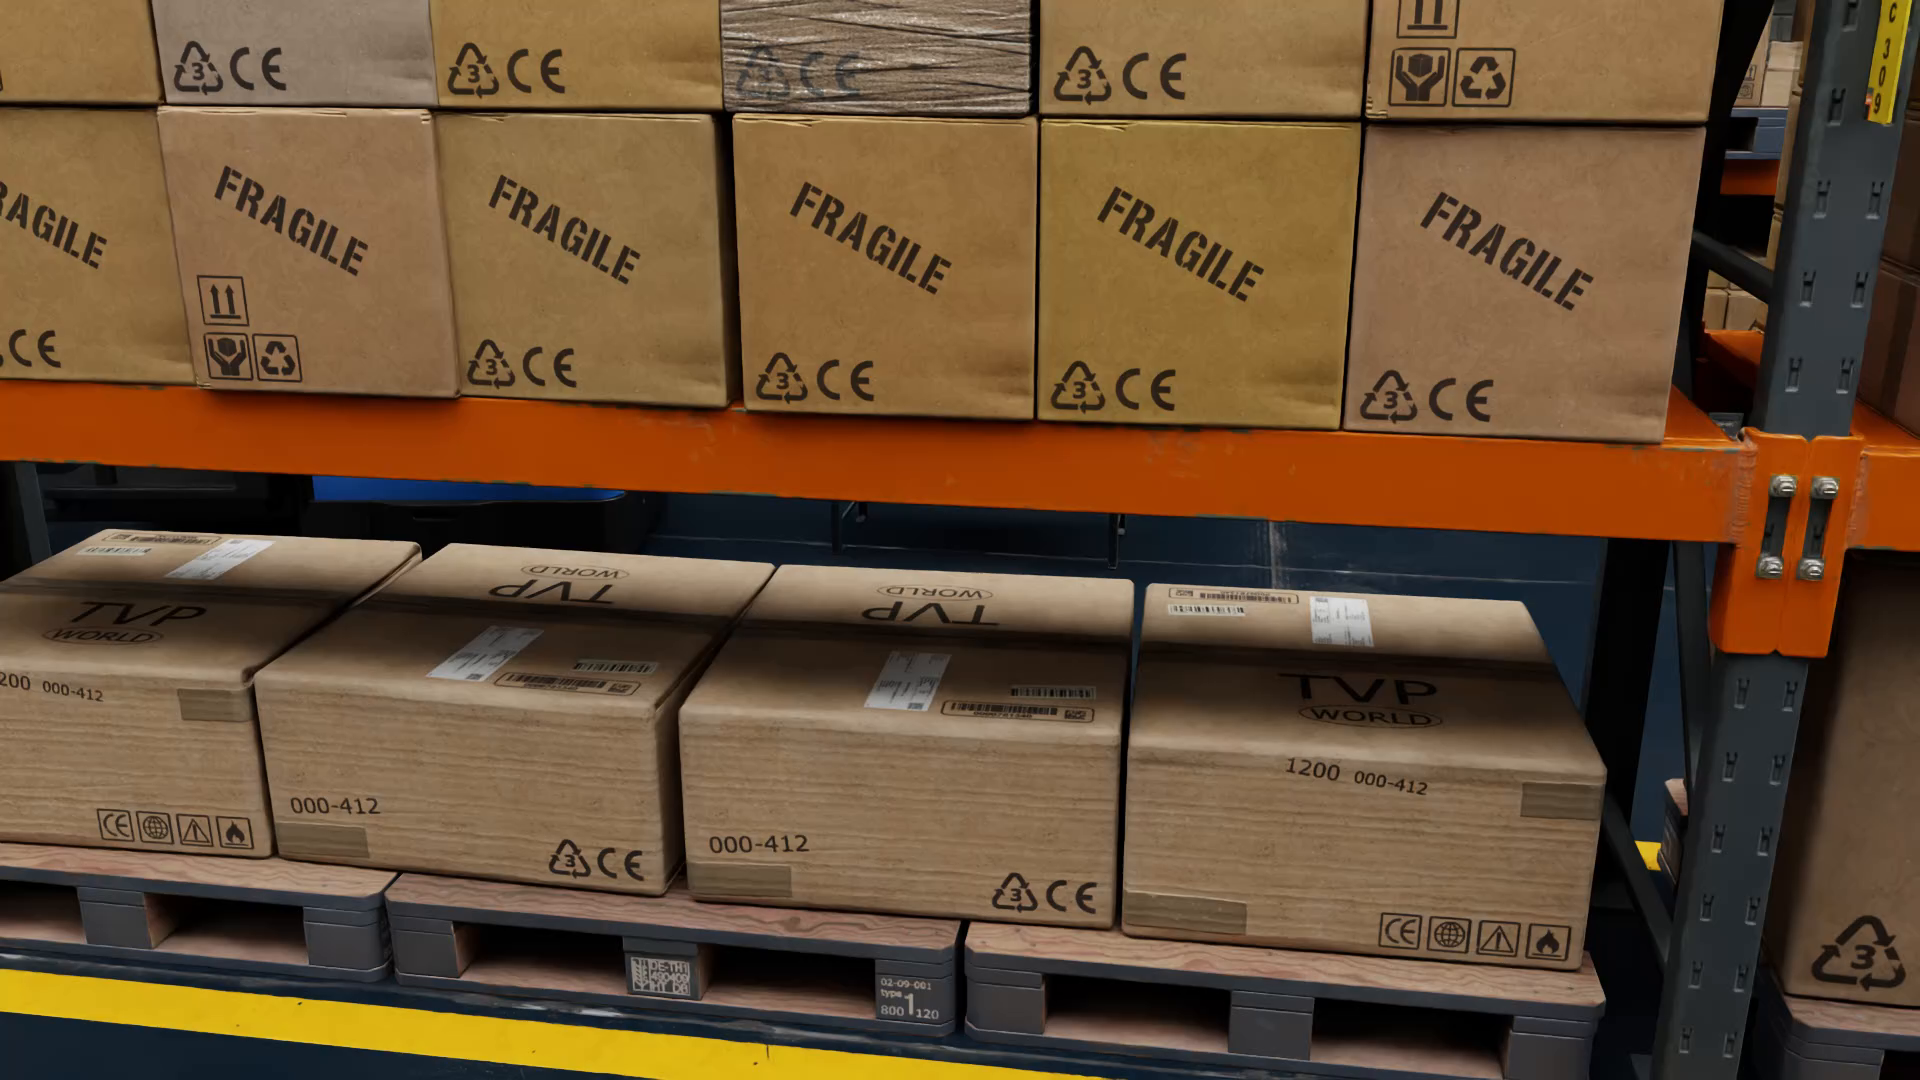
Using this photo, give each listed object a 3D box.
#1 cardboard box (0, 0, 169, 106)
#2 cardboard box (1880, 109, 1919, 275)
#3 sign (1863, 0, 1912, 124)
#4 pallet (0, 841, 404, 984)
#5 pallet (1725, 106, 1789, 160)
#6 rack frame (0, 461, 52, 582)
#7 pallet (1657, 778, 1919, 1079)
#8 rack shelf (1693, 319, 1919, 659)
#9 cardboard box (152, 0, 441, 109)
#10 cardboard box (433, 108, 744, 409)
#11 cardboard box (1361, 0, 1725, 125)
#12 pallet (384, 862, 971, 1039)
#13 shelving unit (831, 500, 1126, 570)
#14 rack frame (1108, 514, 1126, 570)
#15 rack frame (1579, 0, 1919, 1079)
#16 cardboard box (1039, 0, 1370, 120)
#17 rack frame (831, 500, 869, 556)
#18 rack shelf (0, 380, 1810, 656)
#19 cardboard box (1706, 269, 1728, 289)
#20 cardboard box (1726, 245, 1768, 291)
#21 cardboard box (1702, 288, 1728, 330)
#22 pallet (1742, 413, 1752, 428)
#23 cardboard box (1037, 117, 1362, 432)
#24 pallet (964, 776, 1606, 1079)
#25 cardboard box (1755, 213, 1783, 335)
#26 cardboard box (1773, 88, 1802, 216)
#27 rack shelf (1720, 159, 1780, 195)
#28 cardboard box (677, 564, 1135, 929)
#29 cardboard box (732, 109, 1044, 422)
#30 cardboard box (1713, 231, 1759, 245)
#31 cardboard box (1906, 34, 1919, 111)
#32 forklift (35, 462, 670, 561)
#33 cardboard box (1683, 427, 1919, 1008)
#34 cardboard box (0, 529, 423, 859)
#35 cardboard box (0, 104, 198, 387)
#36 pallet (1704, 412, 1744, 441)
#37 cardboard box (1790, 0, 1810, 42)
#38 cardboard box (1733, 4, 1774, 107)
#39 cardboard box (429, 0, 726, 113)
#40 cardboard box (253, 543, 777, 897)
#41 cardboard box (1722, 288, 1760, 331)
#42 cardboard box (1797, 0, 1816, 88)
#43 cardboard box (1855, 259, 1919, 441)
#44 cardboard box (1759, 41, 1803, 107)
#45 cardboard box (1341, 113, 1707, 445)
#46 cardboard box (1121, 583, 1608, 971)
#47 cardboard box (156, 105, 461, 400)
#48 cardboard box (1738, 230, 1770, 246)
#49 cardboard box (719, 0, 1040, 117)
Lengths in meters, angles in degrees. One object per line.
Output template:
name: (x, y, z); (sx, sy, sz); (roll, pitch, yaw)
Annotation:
cardboard box: (-1.593, -1.073, 3.049); (0.500, 0.500, 0.500); (2, 19, 7)
cardboard box: (1.806, -0.543, 2.647); (0.500, 0.250, 0.500); (2, 19, 7)
sign: (1.330, -0.762, 2.363); (0.005, 0.325, 0.100); (3, 19, 9)
pallet: (-1.731, 0.649, 4.029); (1.213, 0.211, 1.003); (3, 19, 9)
pallet: (2.972, -1.877, 7.489); (1.213, 0.211, 1.003); (3, 19, 9)
rack frame: (-2.533, -0.689, 3.634); (0.127, 3.000, 1.000); (3, 19, 9)
pallet: (2.191, 0.850, 3.429); (1.213, 0.211, 1.003); (3, 19, 9)
rack shelf: (3.391, -0.046, 2.846); (4.000, 0.370, 1.077); (3, 19, 9)
cardboard box: (-1.083, -1.050, 2.979); (0.500, 0.500, 0.500); (3, 19, 8)
cardboard box: (-0.604, -0.554, 3.074); (0.500, 0.500, 0.500); (4, 19, 10)
cardboard box: (0.907, -0.946, 2.670); (0.500, 0.500, 0.500); (3, 19, 8)
pallet: (-0.530, 0.712, 3.844); (1.213, 0.211, 1.003); (3, 19, 9)
shelving unit: (0.084, -0.707, 6.052); (1.048, 1.500, 0.538); (3, 19, 9)
rack frame: (0.586, -0.681, 5.976); (0.032, 1.500, 0.500); (3, 19, 9)
rack frame: (1.417, -0.487, 3.032); (0.127, 3.000, 1.000); (3, 19, 9)
cardboard box: (0.407, -0.974, 2.754); (0.500, 0.500, 0.500); (3, 19, 8)
rack frame: (-0.418, -0.733, 6.129); (0.032, 1.500, 0.500); (3, 19, 9)
rack shelf: (-0.558, -0.247, 3.447); (4.000, 0.370, 1.077); (3, 19, 9)
cardboard box: (3.326, -1.254, 7.579); (0.250, 0.149, 0.380); (3, 19, 8)
cardboard box: (3.567, -1.230, 7.506); (0.250, 0.149, 0.380); (3, 19, 9)
cardboard box: (3.170, -0.938, 7.656); (0.500, 0.500, 0.500); (3, 19, 8)
pallet: (4.218, -0.630, 7.855); (1.213, 0.211, 1.003); (3, 19, 9)
cardboard box: (0.409, -0.502, 2.919); (0.500, 0.500, 0.500); (2, 19, 7)
pallet: (0.678, 0.772, 3.662); (1.213, 0.211, 1.003); (3, 19, 9)
cardboard box: (1.900, -0.473, 3.225); (0.500, 0.250, 0.500); (2, 19, 7)
cardboard box: (1.891, -0.707, 3.138); (0.500, 0.250, 0.500); (3, 19, 9)
rack shelf: (4.175, -1.601, 7.494); (4.000, 0.370, 1.077); (3, 19, 9)
cardboard box: (-0.070, 0.418, 3.701); (0.875, 0.438, 0.875); (2, 19, 7)
cardboard box: (-0.089, -0.523, 2.981); (0.500, 0.500, 0.500); (3, 19, 8)
cardboard box: (3.632, -1.379, 7.953); (0.250, 0.149, 0.380); (3, 19, 10)
cardboard box: (1.806, -0.897, 2.522); (0.500, 0.500, 0.500); (3, 19, 9)
forklift: (-2.674, -1.396, 5.855); (3.031, 2.935, 1.130); (0, 19, 0)
cardboard box: (2.042, 0.327, 3.285); (0.875, 0.875, 0.875); (4, 19, 10)
cardboard box: (-1.865, 0.329, 3.968); (0.875, 0.438, 0.875); (2, 19, 7)
cardboard box: (-1.600, -0.605, 3.227); (0.500, 0.500, 0.500); (3, 19, 8)
pallet: (3.009, -0.691, 8.036); (1.213, 0.211, 1.003); (3, 19, 9)
cardboard box: (3.929, -2.129, 7.120); (0.500, 0.500, 0.700); (3, 19, 8)
cardboard box: (3.154, -2.169, 7.238); (0.500, 0.500, 0.700); (3, 19, 9)
cardboard box: (-0.590, -1.025, 2.905); (0.500, 0.500, 0.500); (3, 19, 9)
cardboard box: (-0.960, 0.373, 3.839); (0.875, 0.438, 0.875); (3, 19, 10)
cardboard box: (3.662, -0.911, 7.577); (0.500, 0.500, 0.500); (2, 19, 7)
cardboard box: (1.898, -1.065, 3.026); (0.500, 0.500, 0.500); (4, 19, 10)
cardboard box: (1.809, -0.311, 2.743); (0.500, 0.250, 0.500); (2, 19, 7)
cardboard box: (3.511, -1.988, 7.067); (0.258, 0.266, 0.396); (4, 19, 11)
cardboard box: (0.918, -0.478, 2.847); (0.500, 0.500, 0.500); (3, 19, 9)
cardboard box: (0.814, 0.463, 3.567); (0.875, 0.438, 0.875); (3, 19, 8)
cardboard box: (-1.101, -0.574, 3.134); (0.500, 0.500, 0.500); (3, 19, 8)
cardboard box: (3.894, -1.384, 7.967); (0.250, 0.149, 0.380); (3, 19, 9)
cardboard box: (-0.097, -0.997, 2.822); (0.500, 0.500, 0.500); (3, 19, 9)
